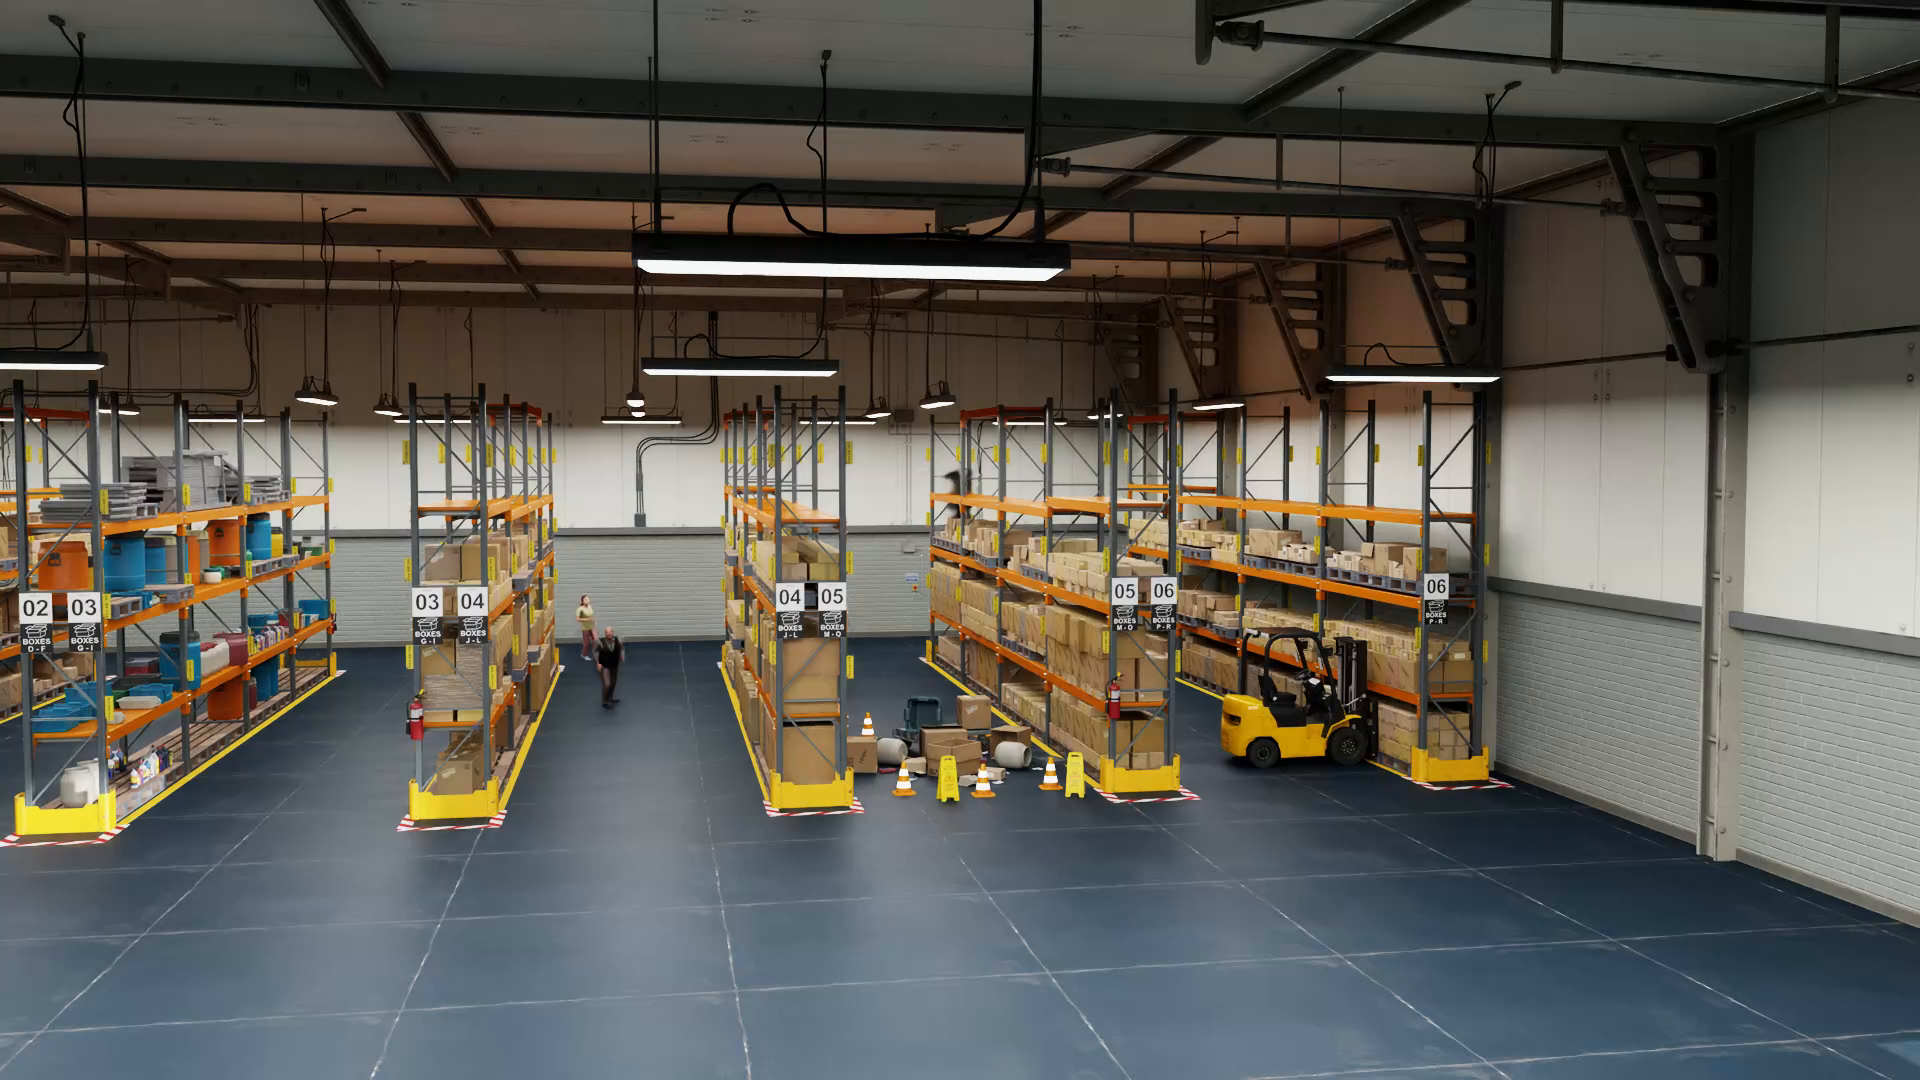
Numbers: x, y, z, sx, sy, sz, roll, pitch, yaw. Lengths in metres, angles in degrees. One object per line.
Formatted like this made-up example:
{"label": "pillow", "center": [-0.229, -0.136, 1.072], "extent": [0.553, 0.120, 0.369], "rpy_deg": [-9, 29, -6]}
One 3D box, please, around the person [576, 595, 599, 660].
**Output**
{"label": "person", "center": [-8.983, 2.150, 39.956], "extent": [0.584, 1.662, 0.909], "rpy_deg": [-3, 4, -43]}

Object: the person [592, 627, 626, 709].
{"label": "person", "center": [-6.953, 2.525, 33.048], "extent": [0.707, 1.655, 0.911], "rpy_deg": [-2, 4, -40]}
